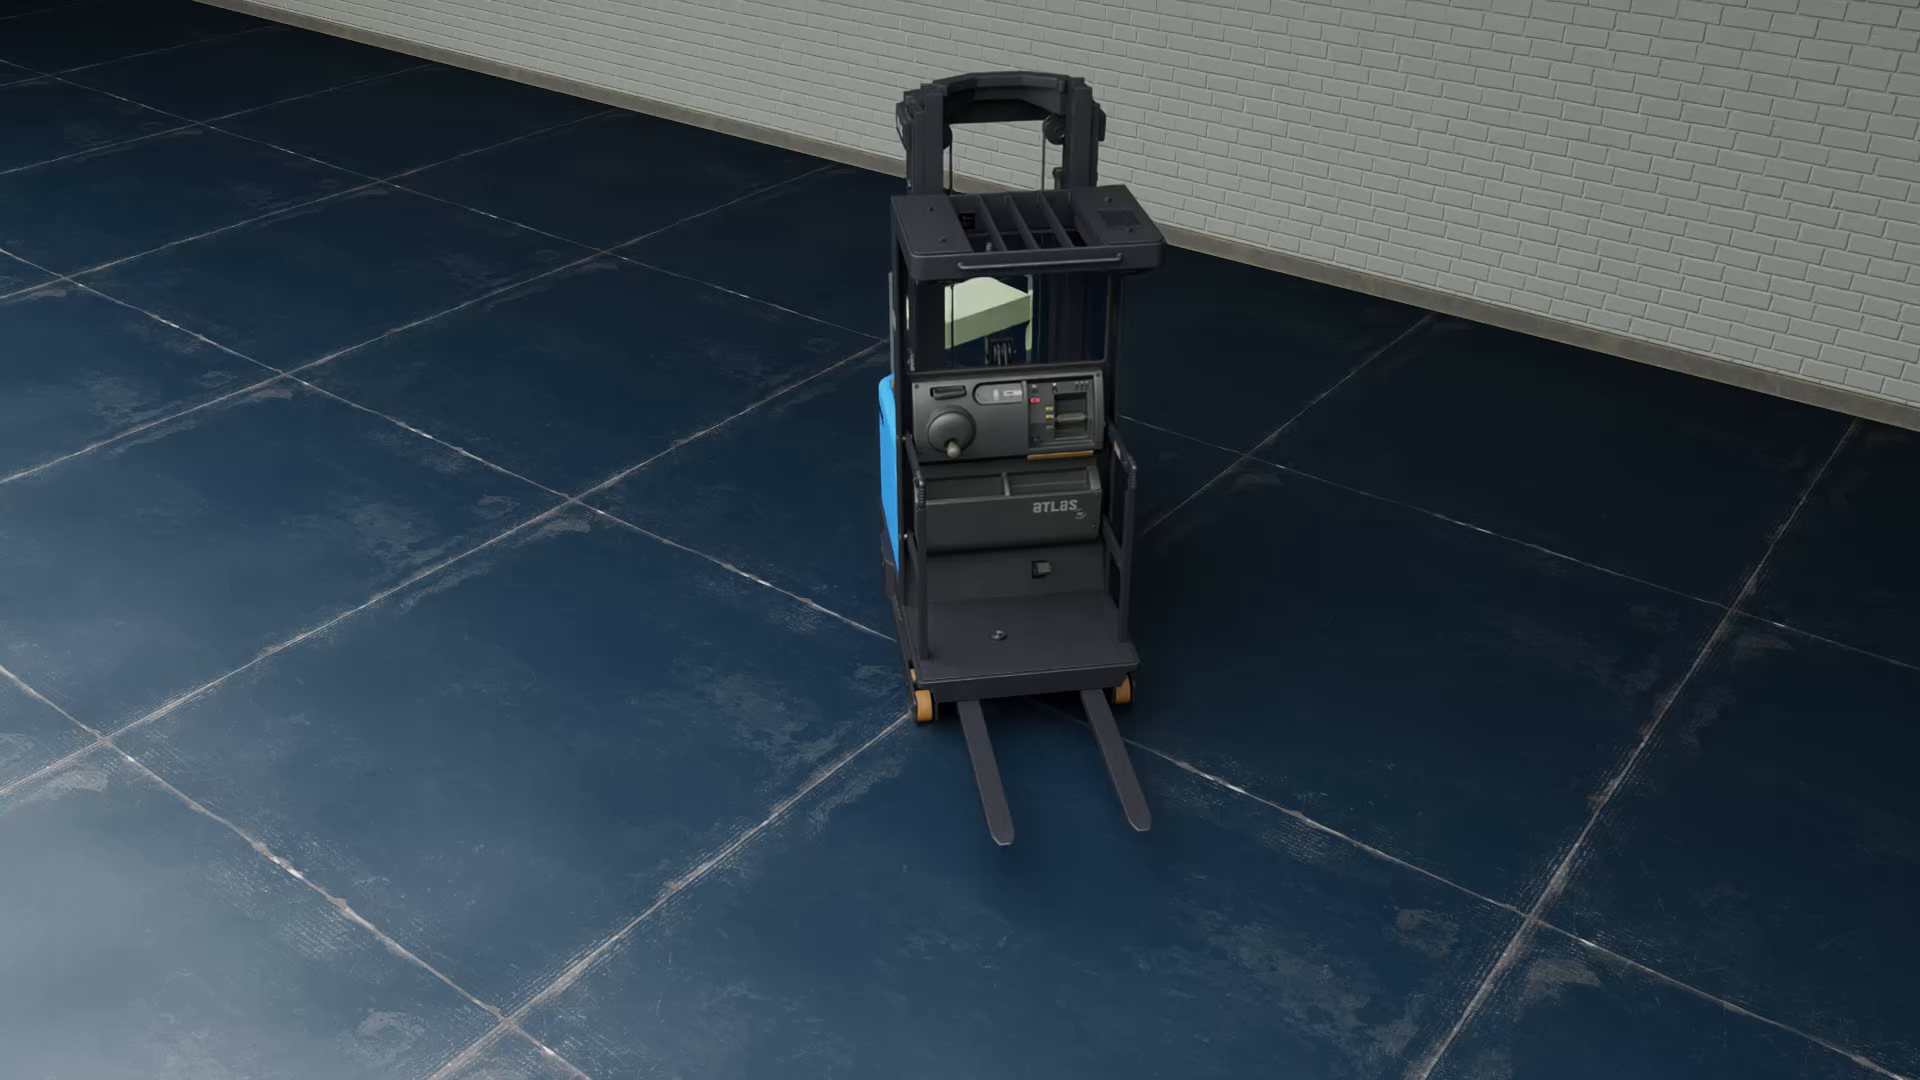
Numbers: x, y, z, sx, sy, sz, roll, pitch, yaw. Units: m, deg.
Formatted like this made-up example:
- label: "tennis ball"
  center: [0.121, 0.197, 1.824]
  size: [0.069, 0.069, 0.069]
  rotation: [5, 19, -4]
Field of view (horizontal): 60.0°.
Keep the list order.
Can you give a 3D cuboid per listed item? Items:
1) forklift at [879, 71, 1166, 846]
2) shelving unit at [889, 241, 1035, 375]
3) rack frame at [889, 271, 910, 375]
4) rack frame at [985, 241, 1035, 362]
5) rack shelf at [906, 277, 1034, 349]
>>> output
- label: "forklift"
  center: [0.268, -0.553, 7.808]
  size: [1.130, 2.935, 3.031]
  rotation: [-4, 31, -7]
- label: "shelving unit"
  center: [0.016, -0.908, 9.812]
  size: [0.755, 1.500, 0.431]
  rotation: [-24, 38, -34]
- label: "rack frame"
  center: [-0.262, -0.787, 9.607]
  size: [0.023, 1.500, 0.400]
  rotation: [-24, 38, -34]
- label: "rack frame"
  center: [0.293, -1.030, 10.016]
  size: [0.023, 1.500, 0.400]
  rotation: [-24, 38, -34]
- label: "rack shelf"
  center: [0.016, -1.244, 9.613]
  size: [0.720, 0.370, 0.431]
  rotation: [-24, 38, -34]
